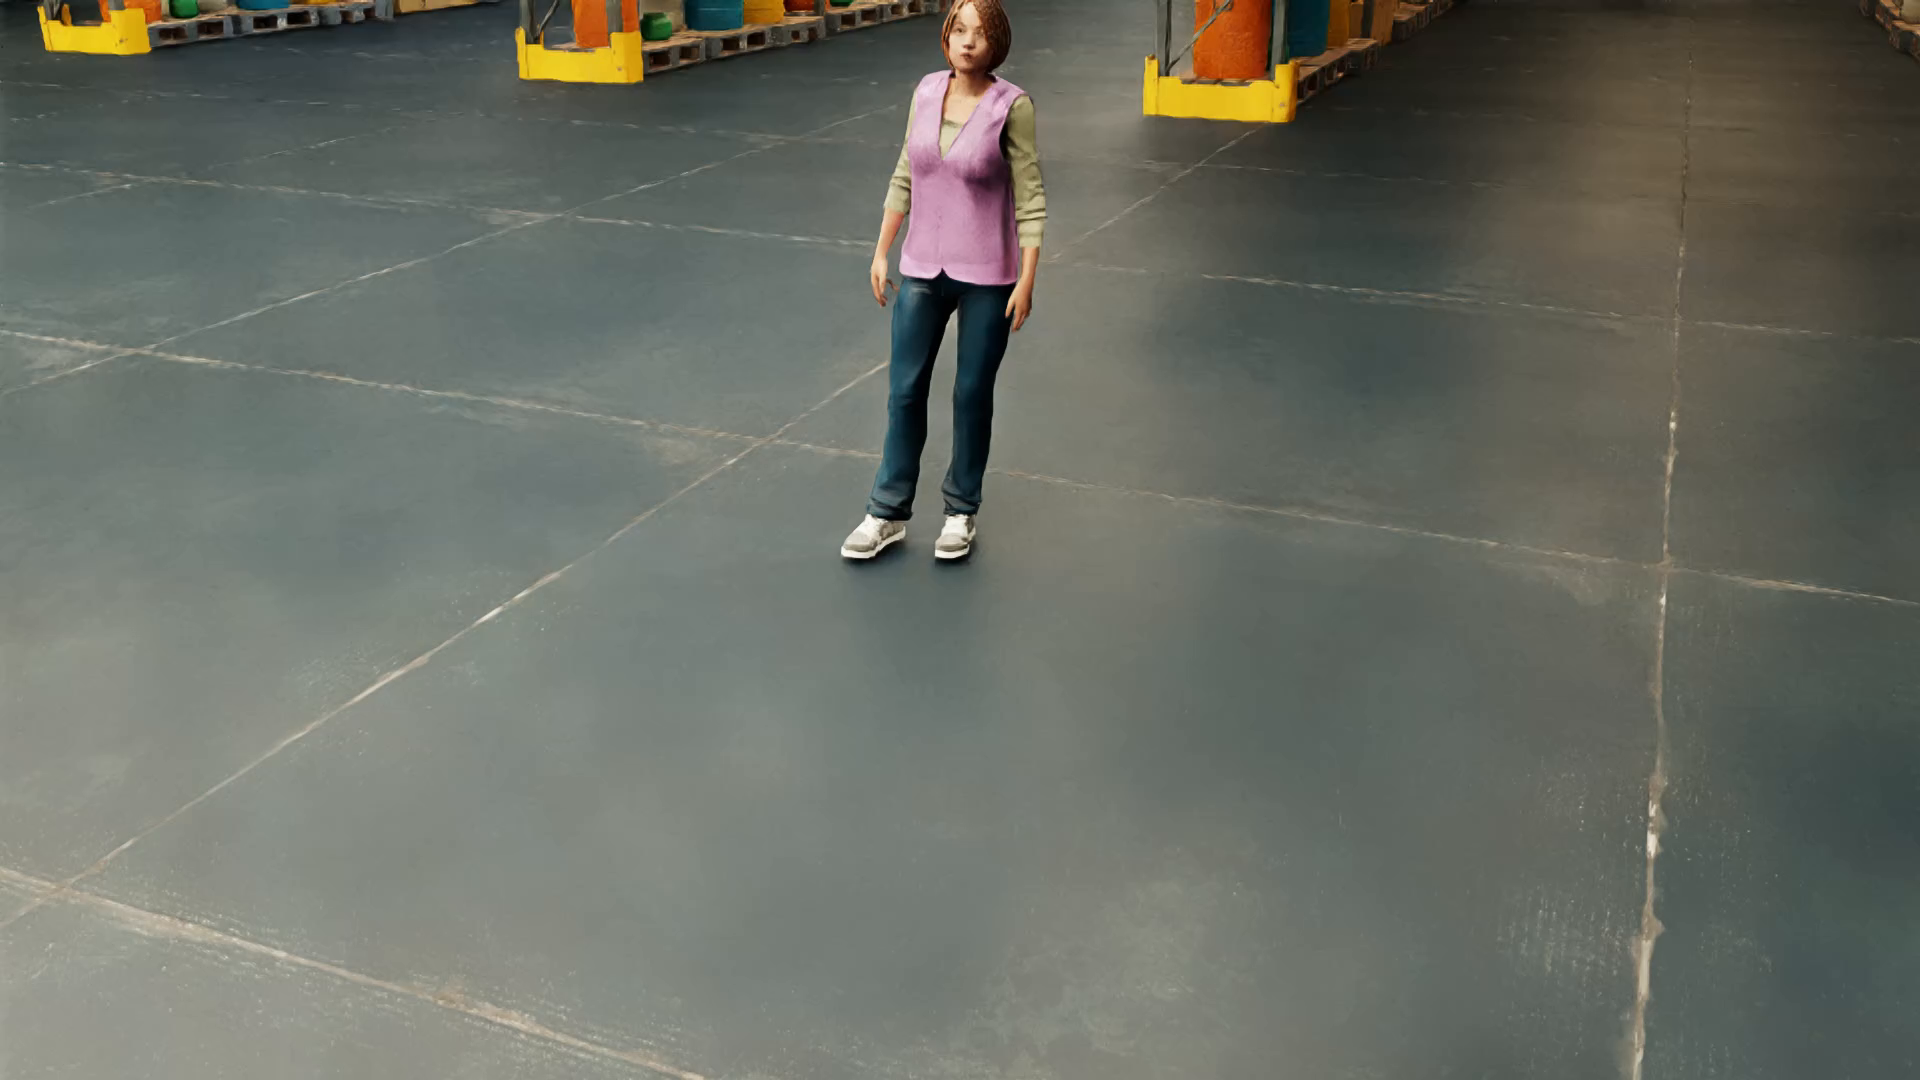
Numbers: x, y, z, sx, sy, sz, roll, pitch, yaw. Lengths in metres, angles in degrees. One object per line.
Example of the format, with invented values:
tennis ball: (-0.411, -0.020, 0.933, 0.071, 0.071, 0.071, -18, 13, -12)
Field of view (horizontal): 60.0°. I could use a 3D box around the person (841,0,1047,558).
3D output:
person: (-0.041, -0.719, 4.724, 0.520, 1.597, 0.474, 9, 24, 21)
